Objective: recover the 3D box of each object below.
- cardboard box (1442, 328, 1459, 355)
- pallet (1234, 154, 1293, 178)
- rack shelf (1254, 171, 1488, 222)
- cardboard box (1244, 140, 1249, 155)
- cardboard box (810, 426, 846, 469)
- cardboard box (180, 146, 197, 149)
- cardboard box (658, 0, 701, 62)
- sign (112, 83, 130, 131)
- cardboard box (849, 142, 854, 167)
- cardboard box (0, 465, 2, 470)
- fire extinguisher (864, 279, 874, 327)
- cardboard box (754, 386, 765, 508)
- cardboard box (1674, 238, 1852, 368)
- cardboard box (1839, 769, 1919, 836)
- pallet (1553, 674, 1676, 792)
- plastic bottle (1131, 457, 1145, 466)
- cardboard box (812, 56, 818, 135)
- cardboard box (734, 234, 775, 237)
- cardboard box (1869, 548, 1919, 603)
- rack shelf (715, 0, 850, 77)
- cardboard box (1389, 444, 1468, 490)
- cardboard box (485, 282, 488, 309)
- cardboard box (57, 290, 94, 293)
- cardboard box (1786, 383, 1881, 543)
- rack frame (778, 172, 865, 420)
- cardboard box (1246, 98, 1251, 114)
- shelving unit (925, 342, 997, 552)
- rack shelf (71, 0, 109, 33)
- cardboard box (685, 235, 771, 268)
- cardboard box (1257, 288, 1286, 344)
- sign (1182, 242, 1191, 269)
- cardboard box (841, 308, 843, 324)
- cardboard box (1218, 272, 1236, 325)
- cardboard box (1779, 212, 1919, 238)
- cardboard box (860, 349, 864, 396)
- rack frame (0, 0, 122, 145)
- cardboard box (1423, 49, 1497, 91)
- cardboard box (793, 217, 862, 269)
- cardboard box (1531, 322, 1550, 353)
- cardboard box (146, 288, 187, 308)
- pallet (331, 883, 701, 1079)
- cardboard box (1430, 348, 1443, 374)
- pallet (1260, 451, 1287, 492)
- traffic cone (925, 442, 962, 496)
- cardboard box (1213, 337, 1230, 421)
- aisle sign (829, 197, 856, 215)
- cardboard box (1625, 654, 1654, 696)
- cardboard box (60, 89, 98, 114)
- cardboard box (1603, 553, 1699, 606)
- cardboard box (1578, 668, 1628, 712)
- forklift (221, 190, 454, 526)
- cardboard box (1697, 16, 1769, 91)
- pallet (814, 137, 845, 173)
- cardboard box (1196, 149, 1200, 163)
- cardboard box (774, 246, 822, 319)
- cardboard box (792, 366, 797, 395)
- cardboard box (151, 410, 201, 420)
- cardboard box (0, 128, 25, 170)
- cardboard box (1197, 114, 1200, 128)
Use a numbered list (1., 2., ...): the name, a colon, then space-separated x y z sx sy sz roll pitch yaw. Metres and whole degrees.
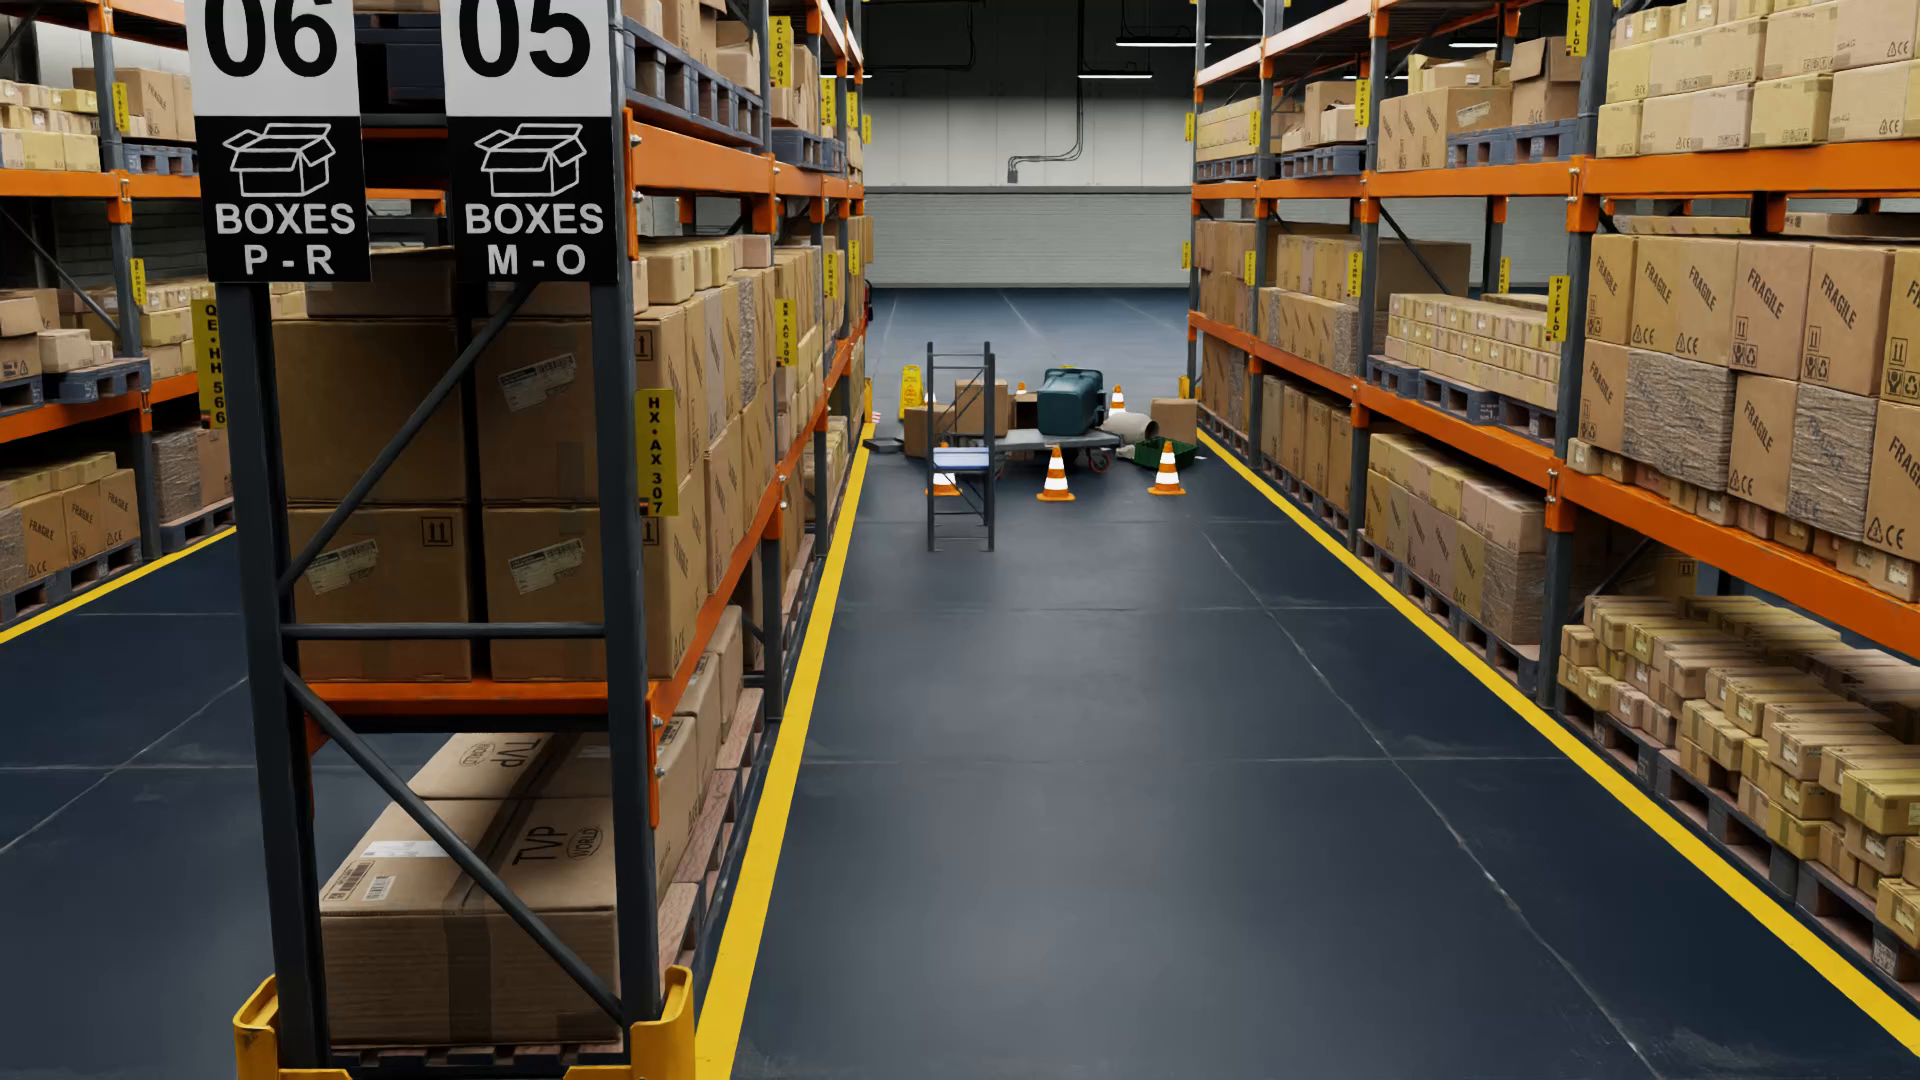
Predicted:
1. cardboard box: 3.294 -1.263 10.565 0.380 0.149 0.250 0 11 -2
2. pallet: 3.367 -3.771 16.783 1.003 0.211 1.213 0 11 -1
3. rack shelf: 3.415 -2.902 14.084 1.077 0.370 4.000 0 11 -1
4. cardboard box: 3.041 -3.905 16.543 0.380 0.149 0.250 0 11 0
5. cardboard box: -1.541 -0.813 15.073 0.950 0.372 0.625 0 11 2
6. cardboard box: -6.589 -3.503 14.563 0.380 0.149 0.250 0 11 -1
7. cardboard box: -1.217 -1.931 5.932 0.500 0.500 0.500 0 11 0
8. sign: -5.910 -3.051 11.707 0.100 0.325 0.005 0 11 -1
9. cardboard box: -1.328 -3.875 16.700 0.500 0.250 0.500 0 11 -2
10. cardboard box: -6.690 -0.417 11.170 0.380 0.149 0.250 0 11 0
11. fire extinguisher: -1.197 -2.924 20.120 0.296 0.674 0.183 0 11 -1
12. cardboard box: -1.126 -0.407 7.270 0.500 0.500 0.500 -1 11 -3
13. cardboard box: 3.310 -0.983 6.844 0.500 0.500 0.500 0 11 0
14. cardboard box: 3.277 0.898 5.707 0.380 0.149 0.250 0 11 -2
15. pallet: 3.588 0.908 8.052 1.003 0.211 1.213 0 11 -1
16. plastic bottle: 1.859 -0.791 16.803 0.133 0.061 0.283 -7 13 -30
17. cardboard box: -1.280 -2.875 10.836 0.700 0.500 0.500 -1 11 -4
18. cardboard box: -1.917 -2.765 15.458 0.380 0.149 0.250 0 11 -1
19. cardboard box: 3.316 0.113 5.591 0.380 0.149 0.250 0 11 0
20. rack shelf: -1.532 -4.136 13.627 1.077 0.370 4.000 0 11 -1
21. cardboard box: 3.239 -0.496 11.306 0.500 0.250 0.500 0 11 -2
22. cardboard box: -1.132 -0.737 4.748 0.380 0.149 0.250 0 11 0
23. cardboard box: -6.779 -1.808 12.542 0.380 0.149 0.250 0 11 0
24. cardboard box: 3.330 -0.283 5.910 0.500 0.500 0.500 0 11 -1
25. rack frame: -1.656 -2.937 19.991 1.000 3.000 0.127 0 11 -1
26. cardboard box: 3.043 -4.296 16.466 0.380 0.149 0.250 0 11 -1
27. shelving unit: -0.002 -0.752 12.994 0.538 1.500 1.048 0 11 -1
28. rack shelf: -6.412 -3.319 9.603 1.077 0.370 4.000 0 11 -1
29. cardboard box: -1.083 -1.348 7.764 0.380 0.149 0.250 0 11 -2
30. cardboard box: 3.116 -2.125 15.740 0.500 0.500 0.500 0 11 -1
31. sign: 2.736 -3.439 20.091 0.100 0.325 0.005 0 11 -1
32. cardboard box: -1.257 -2.020 15.045 0.380 0.149 0.250 0 11 -2
33. cardboard box: 3.316 -2.651 18.204 0.875 0.550 0.500 0 11 -1
34. cardboard box: 8.211 -2.524 15.389 1.000 1.000 1.000 0 11 -1
35. cardboard box: -1.364 -1.901 18.857 0.500 0.500 0.500 0 11 1
36. rack frame: -6.453 -4.266 11.451 1.000 3.000 0.127 0 11 -1
37. cardboard box: 3.245 -3.047 10.811 0.396 0.266 0.258 0 11 -1
38. cardboard box: -1.354 -3.016 16.869 0.700 0.500 0.500 0 11 -1
39. cardboard box: 3.329 -1.098 9.009 0.380 0.149 0.250 -1 11 -3
40. cardboard box: -6.203 -1.861 12.805 0.380 0.149 0.250 0 11 0
41. pallet: -1.420 1.452 5.373 1.003 0.211 1.213 0 11 -1
42. cardboard box: 3.290 -1.166 10.840 0.380 0.149 0.250 0 11 1
43. pallet: 3.465 -0.662 15.793 1.003 0.211 1.213 0 11 -1
44. traffic cone: -0.148 -0.658 15.137 0.336 0.463 0.334 0 11 -1
45. cardboard box: 3.392 -1.832 18.834 0.875 0.875 0.875 0 11 -2
46. aisle sign: -1.367 -4.224 19.799 0.394 0.787 0.004 0 11 -1
47. cardboard box: 3.363 0.625 7.798 0.380 0.149 0.250 0 11 -1
48. cardboard box: -6.150 -2.996 11.364 0.380 0.149 0.250 0 11 1
49. cardboard box: 3.789 0.279 9.368 0.500 0.500 0.500 0 11 1
50. cardboard box: 3.231 0.726 8.050 0.380 0.149 0.250 0 11 1
51. forklift: -4.080 -1.417 12.673 3.031 2.935 1.130 0 11 -1
52. cardboard box: 3.311 -1.938 6.641 0.500 0.250 0.500 0 11 0
53. pallet: -1.424 -2.596 11.243 1.213 0.211 1.003 0 11 1
54. cardboard box: 2.978 -4.509 19.523 0.380 0.149 0.250 0 11 -1
55. cardboard box: -1.218 -1.784 11.541 0.500 0.500 0.500 -1 11 -3
56. cardboard box: -1.174 -0.915 9.145 0.500 0.250 0.500 0 11 0
57. cardboard box: -6.488 -0.755 14.153 0.875 0.625 0.625 -1 11 -4
58. cardboard box: -6.178 -2.422 10.284 0.500 0.250 0.500 0 11 -1
59. cardboard box: 2.980 -4.902 19.452 0.380 0.149 0.250 0 11 -1
